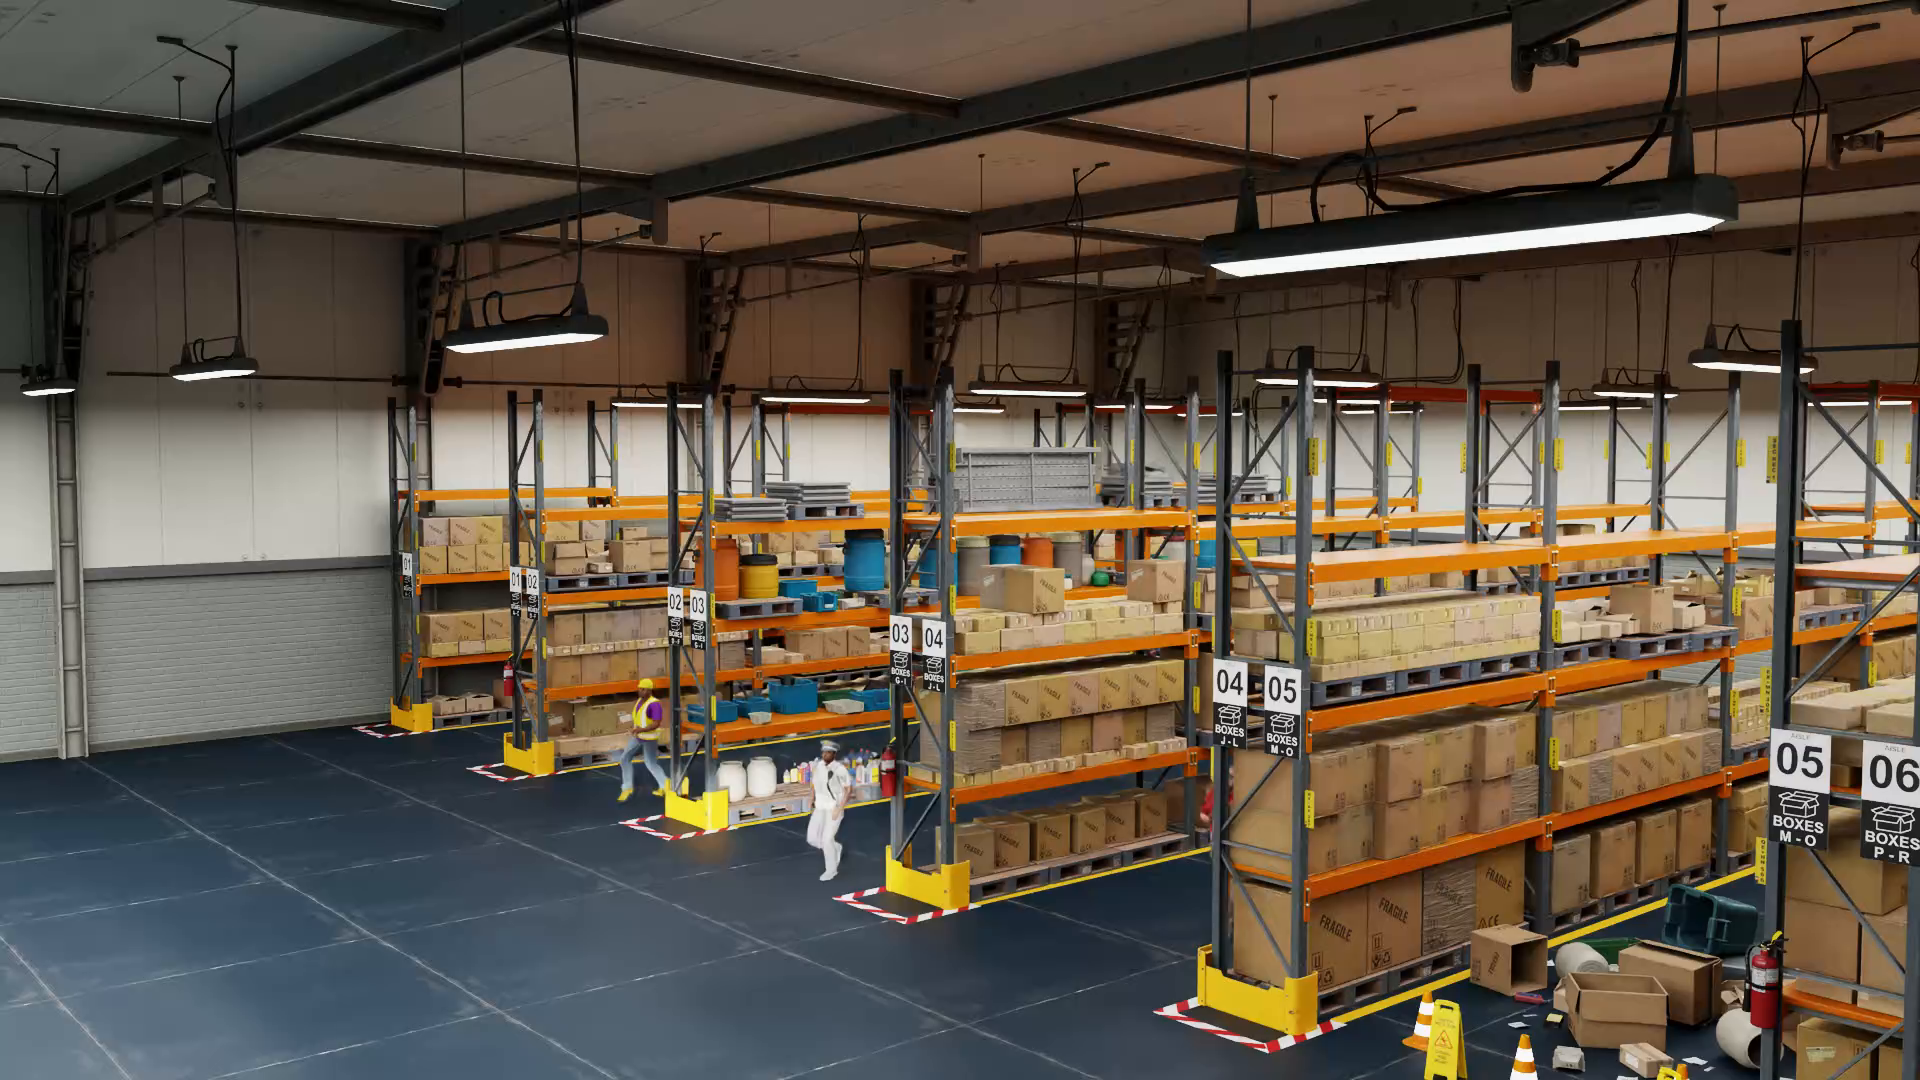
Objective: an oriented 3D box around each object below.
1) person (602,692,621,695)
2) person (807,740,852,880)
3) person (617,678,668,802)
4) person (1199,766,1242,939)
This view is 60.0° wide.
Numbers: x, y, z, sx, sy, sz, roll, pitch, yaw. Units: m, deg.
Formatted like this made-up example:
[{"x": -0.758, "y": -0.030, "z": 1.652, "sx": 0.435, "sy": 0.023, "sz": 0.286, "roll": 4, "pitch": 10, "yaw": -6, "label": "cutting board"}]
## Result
[{"x": -6.188, "y": 2.629, "z": 29.352, "sx": 0.546, "sy": 1.653, "sz": 0.676, "roll": 3, "pitch": 4, "yaw": 37, "label": "person"}, {"x": -1.566, "y": 3.192, "z": 19.766, "sx": 0.606, "sy": 1.667, "sz": 0.508, "roll": 3, "pitch": 4, "yaw": 39, "label": "person"}, {"x": -4.538, "y": 2.895, "z": 24.030, "sx": 0.770, "sy": 1.801, "sz": 0.704, "roll": -3, "pitch": 5, "yaw": -43, "label": "person"}, {"x": 2.826, "y": 3.253, "z": 17.510, "sx": 0.652, "sy": 1.748, "sz": 0.894, "roll": 2, "pitch": 4, "yaw": 33, "label": "person"}]
